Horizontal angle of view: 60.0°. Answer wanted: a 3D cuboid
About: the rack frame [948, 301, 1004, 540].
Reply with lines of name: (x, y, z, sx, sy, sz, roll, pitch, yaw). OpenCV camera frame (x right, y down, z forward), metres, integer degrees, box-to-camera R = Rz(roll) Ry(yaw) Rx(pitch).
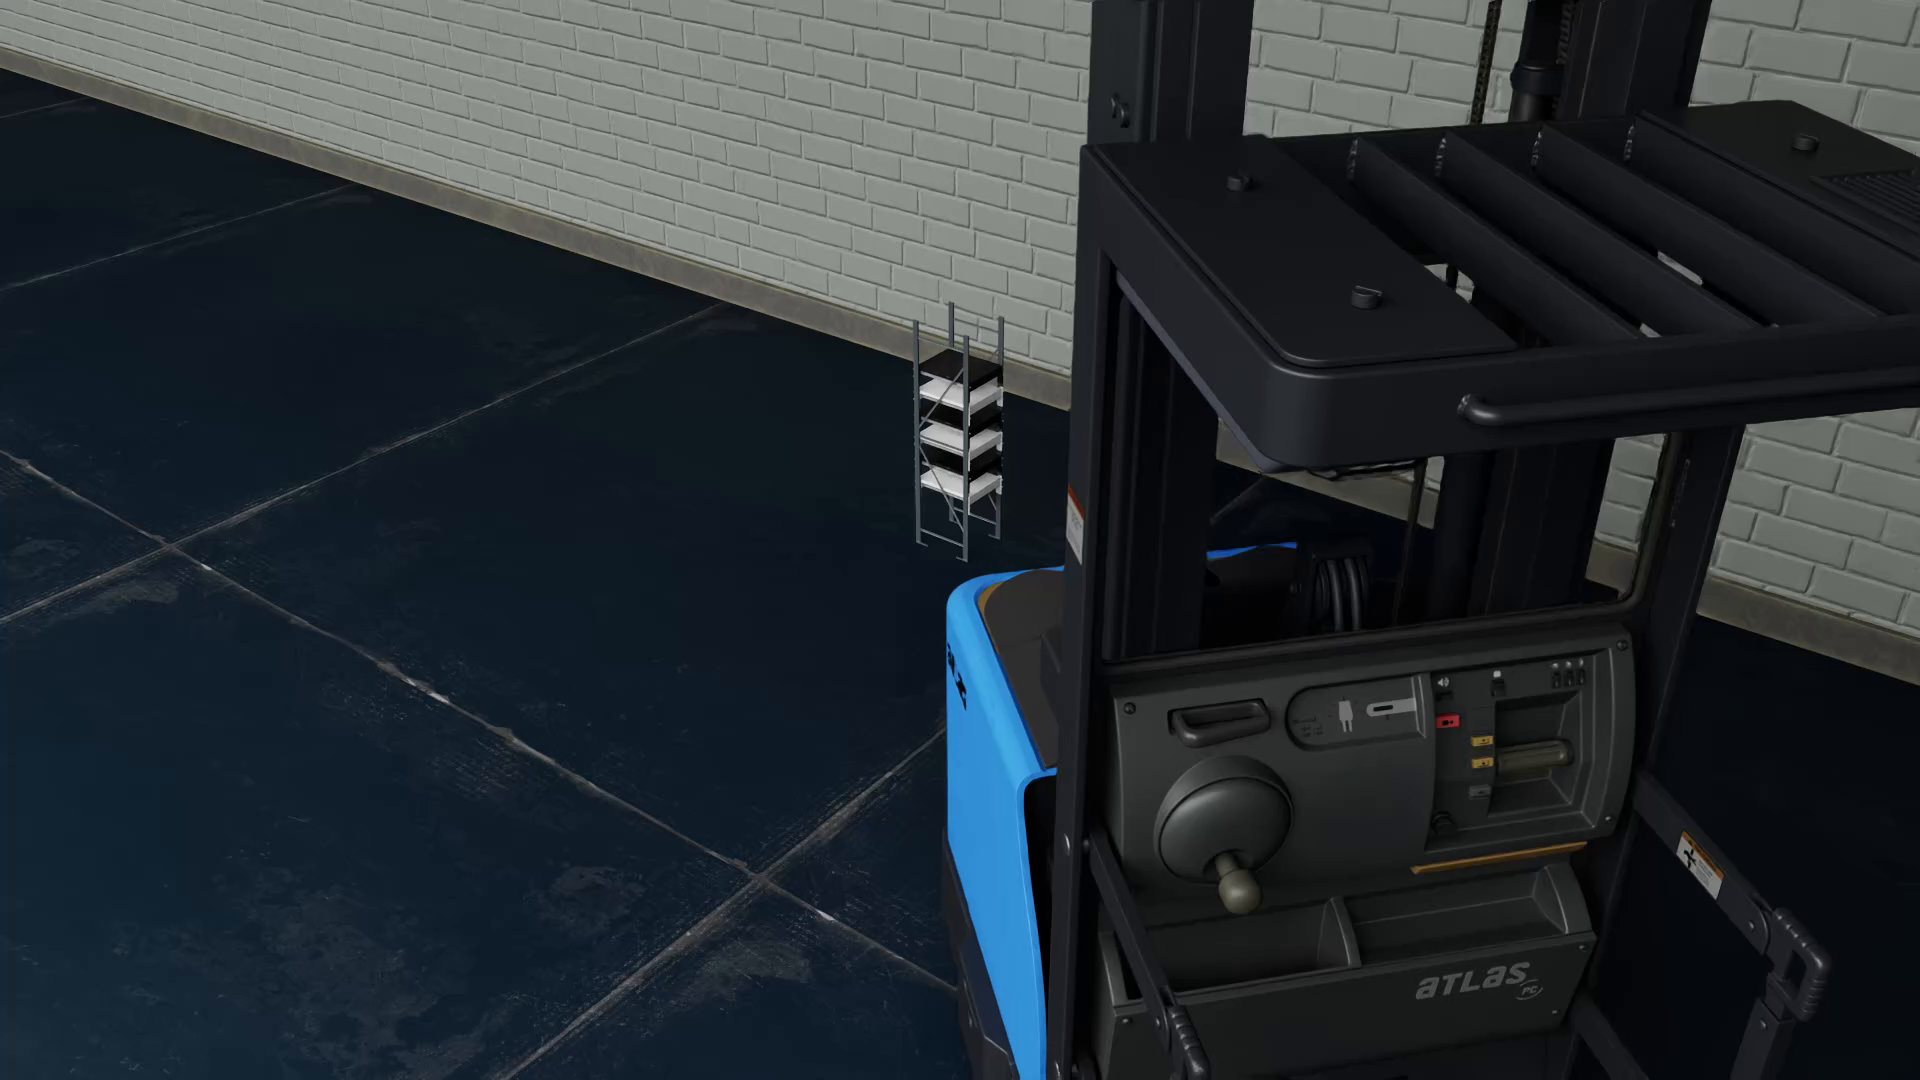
rack frame: (0.056, -0.425, 6.085, 0.240, 0.900, 0.006, 21, 37, 31)

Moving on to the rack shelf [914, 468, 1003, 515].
rack shelf: (-0.005, -0.200, 6.124, 0.258, 0.077, 0.200, 21, 37, 31)

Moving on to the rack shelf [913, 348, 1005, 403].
rack shelf: (-0.005, -0.587, 5.894, 0.258, 0.077, 0.200, 21, 37, 31)

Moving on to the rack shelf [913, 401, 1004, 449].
rack shelf: (-0.005, -0.433, 5.986, 0.258, 0.077, 0.200, 21, 37, 31)

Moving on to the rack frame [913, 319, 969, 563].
rack frame: (-0.066, -0.342, 5.945, 0.240, 0.900, 0.006, 21, 37, 31)

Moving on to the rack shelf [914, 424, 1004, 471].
rack shelf: (-0.005, -0.355, 6.032, 0.258, 0.077, 0.200, 21, 37, 31)

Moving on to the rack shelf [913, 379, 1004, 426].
rack shelf: (-0.005, -0.510, 5.940, 0.258, 0.077, 0.200, 21, 37, 31)

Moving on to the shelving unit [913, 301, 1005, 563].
shelving unit: (-0.005, -0.384, 6.015, 0.258, 0.900, 0.210, 21, 37, 31)

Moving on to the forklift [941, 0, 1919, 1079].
forklift: (0.758, 0.436, 2.639, 1.130, 2.935, 3.031, -6, 31, -10)

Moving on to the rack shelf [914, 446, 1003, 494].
rack shelf: (-0.005, -0.278, 6.078, 0.258, 0.077, 0.200, 21, 37, 31)
